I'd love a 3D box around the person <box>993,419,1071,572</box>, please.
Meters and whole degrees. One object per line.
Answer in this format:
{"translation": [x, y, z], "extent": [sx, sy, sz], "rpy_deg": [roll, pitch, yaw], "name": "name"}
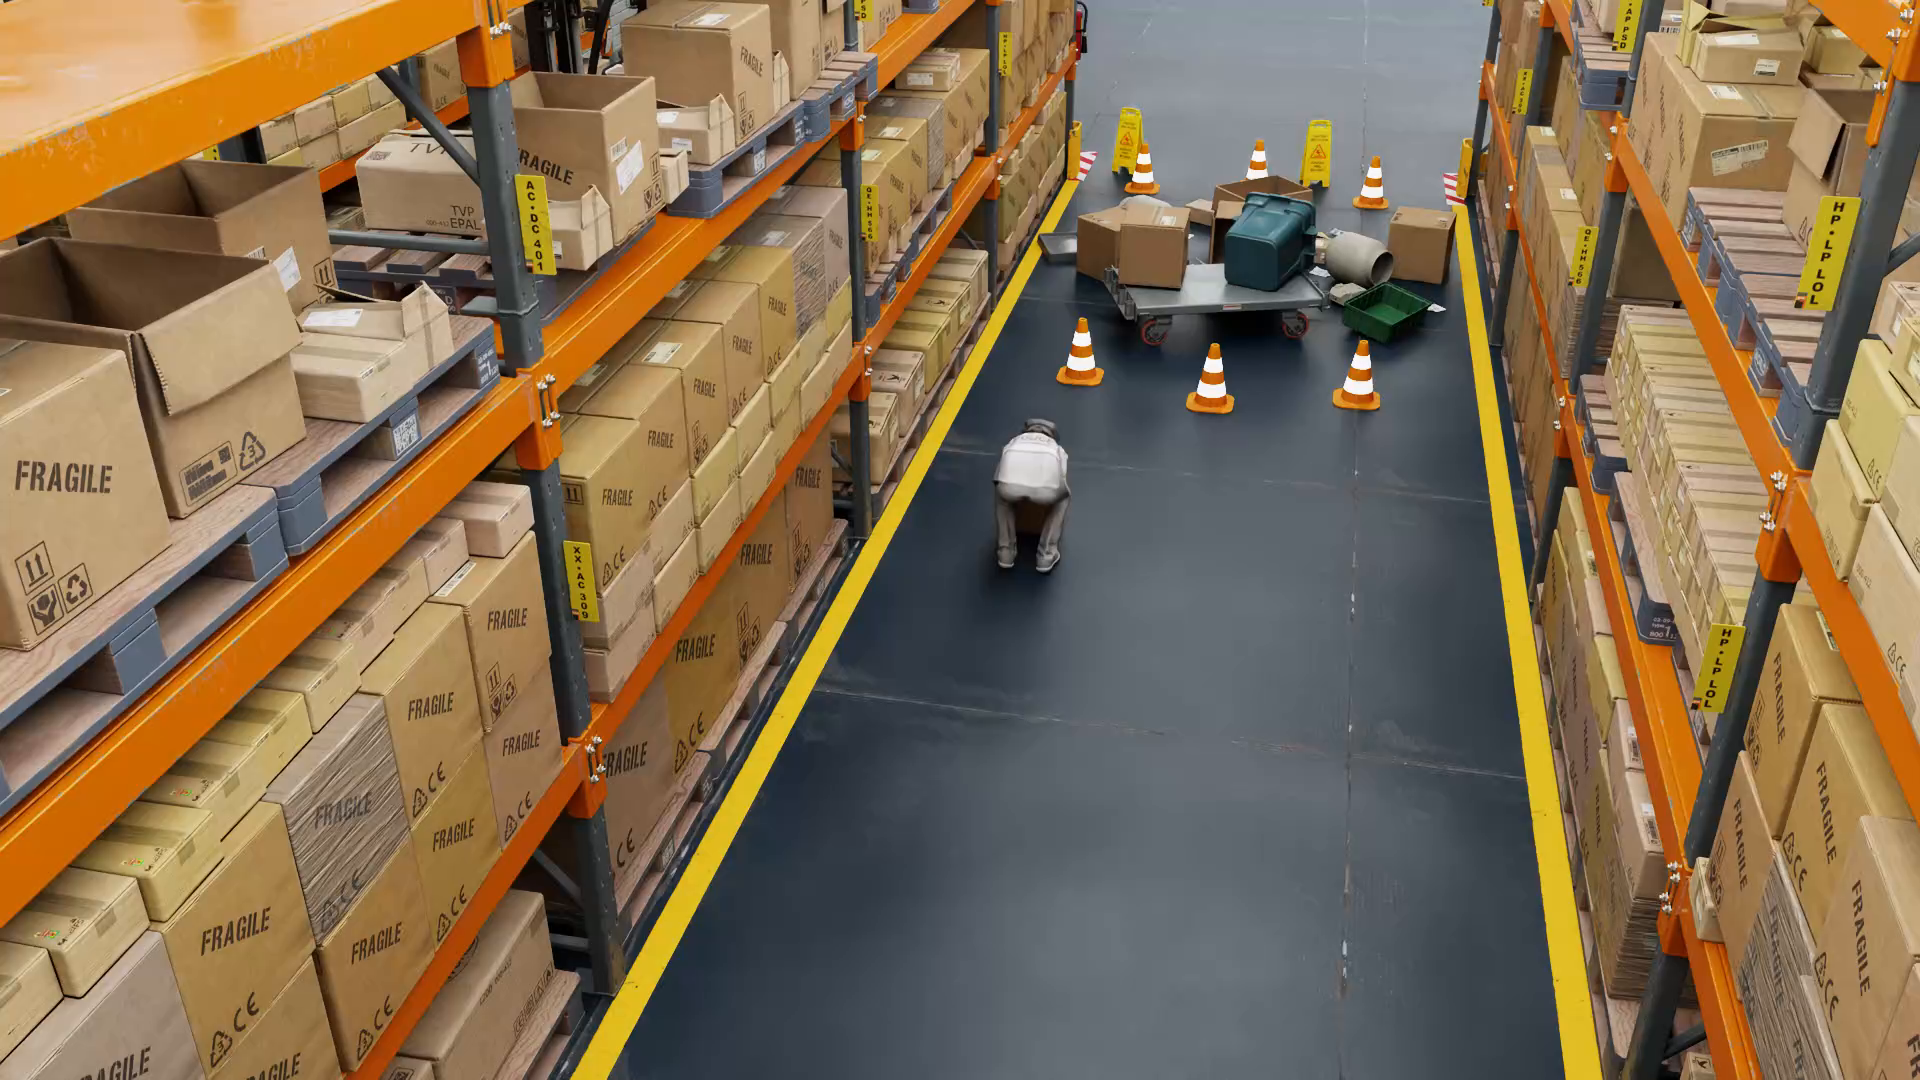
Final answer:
{"translation": [0.434, -0.286, 10.035], "extent": [0.469, 0.823, 0.897], "rpy_deg": [5, 29, 9], "name": "person"}
